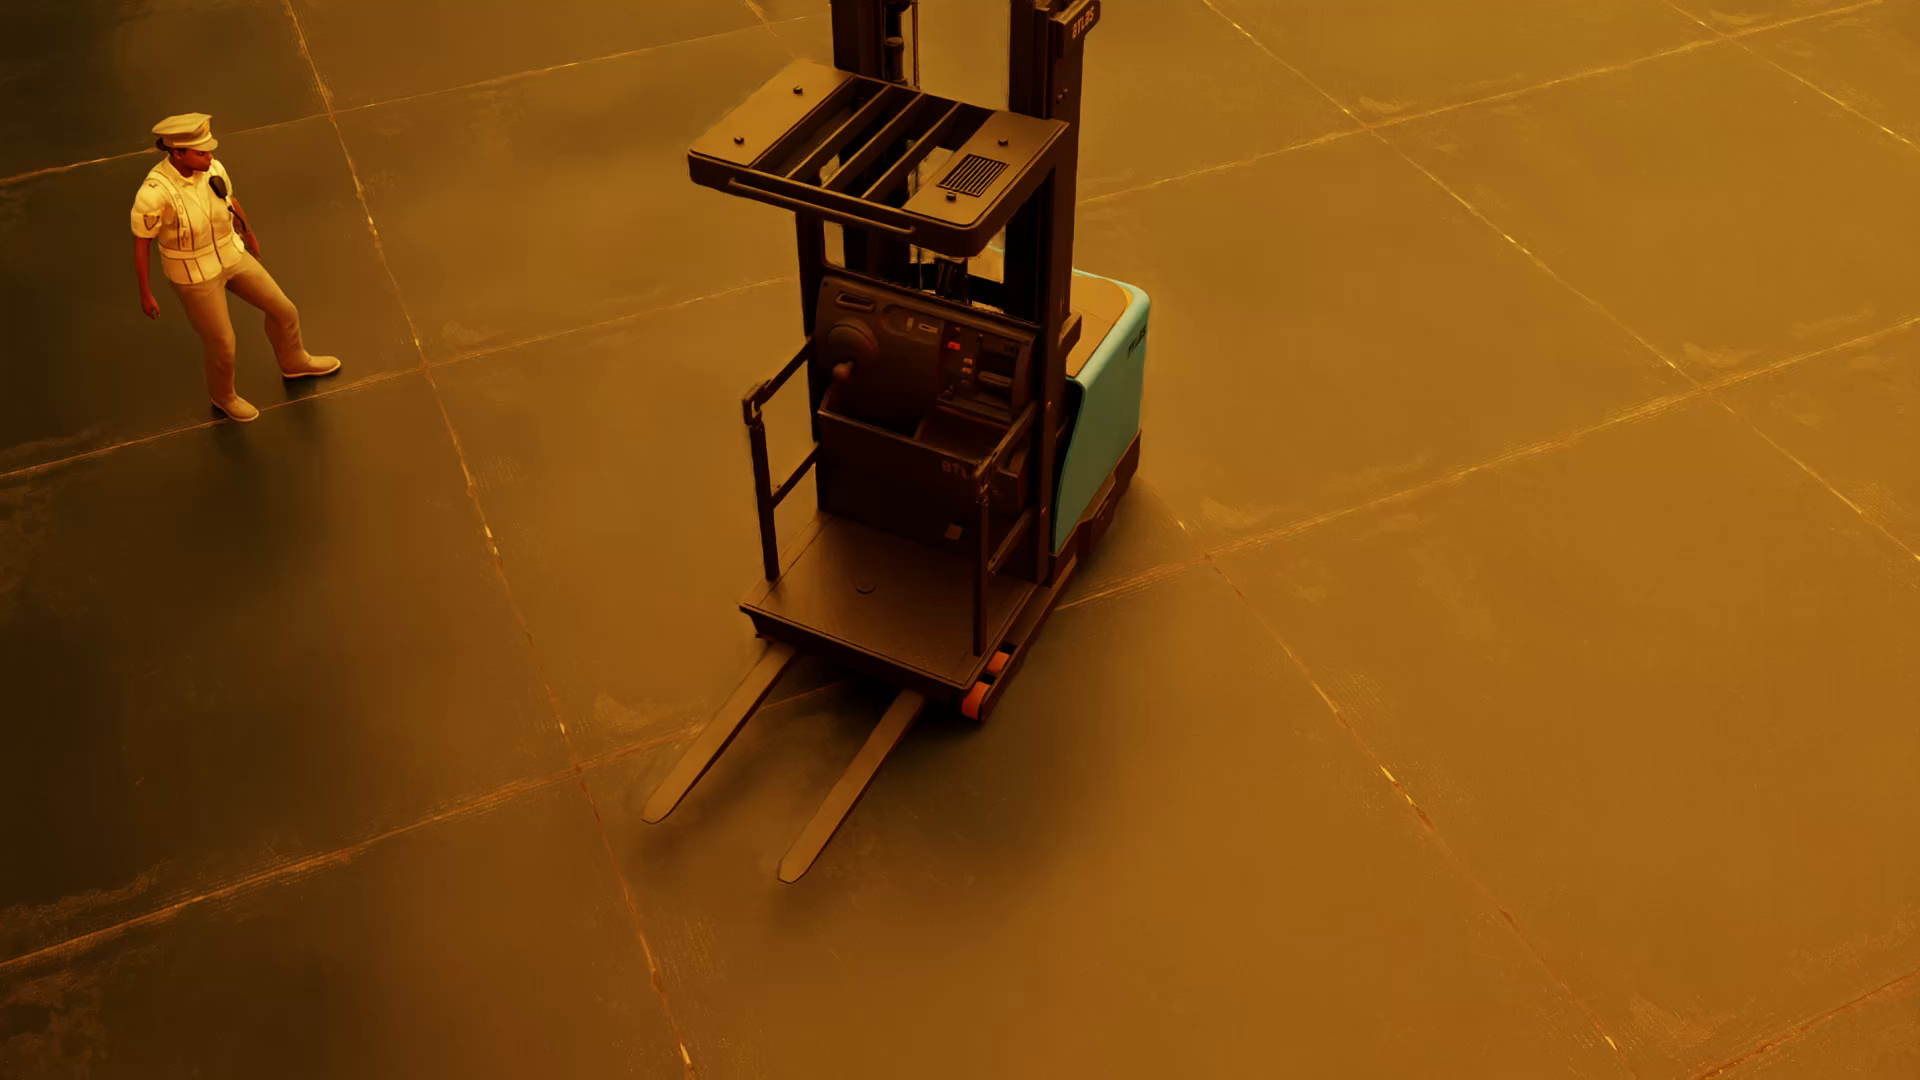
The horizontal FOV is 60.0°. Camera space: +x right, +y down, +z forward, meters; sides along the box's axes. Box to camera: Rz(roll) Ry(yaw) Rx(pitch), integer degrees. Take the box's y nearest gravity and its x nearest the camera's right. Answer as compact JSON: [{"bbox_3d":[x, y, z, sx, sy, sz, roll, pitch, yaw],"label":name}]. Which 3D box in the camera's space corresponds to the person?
[{"bbox_3d":[-3.623,-1.334,8.046,0.426,1.667,0.595,16,45,17],"label":"person"}]

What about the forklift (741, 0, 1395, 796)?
[{"bbox_3d":[0.445,-0.788,6.525,3.031,2.935,1.130,32,52,30],"label":"forklift"}]
